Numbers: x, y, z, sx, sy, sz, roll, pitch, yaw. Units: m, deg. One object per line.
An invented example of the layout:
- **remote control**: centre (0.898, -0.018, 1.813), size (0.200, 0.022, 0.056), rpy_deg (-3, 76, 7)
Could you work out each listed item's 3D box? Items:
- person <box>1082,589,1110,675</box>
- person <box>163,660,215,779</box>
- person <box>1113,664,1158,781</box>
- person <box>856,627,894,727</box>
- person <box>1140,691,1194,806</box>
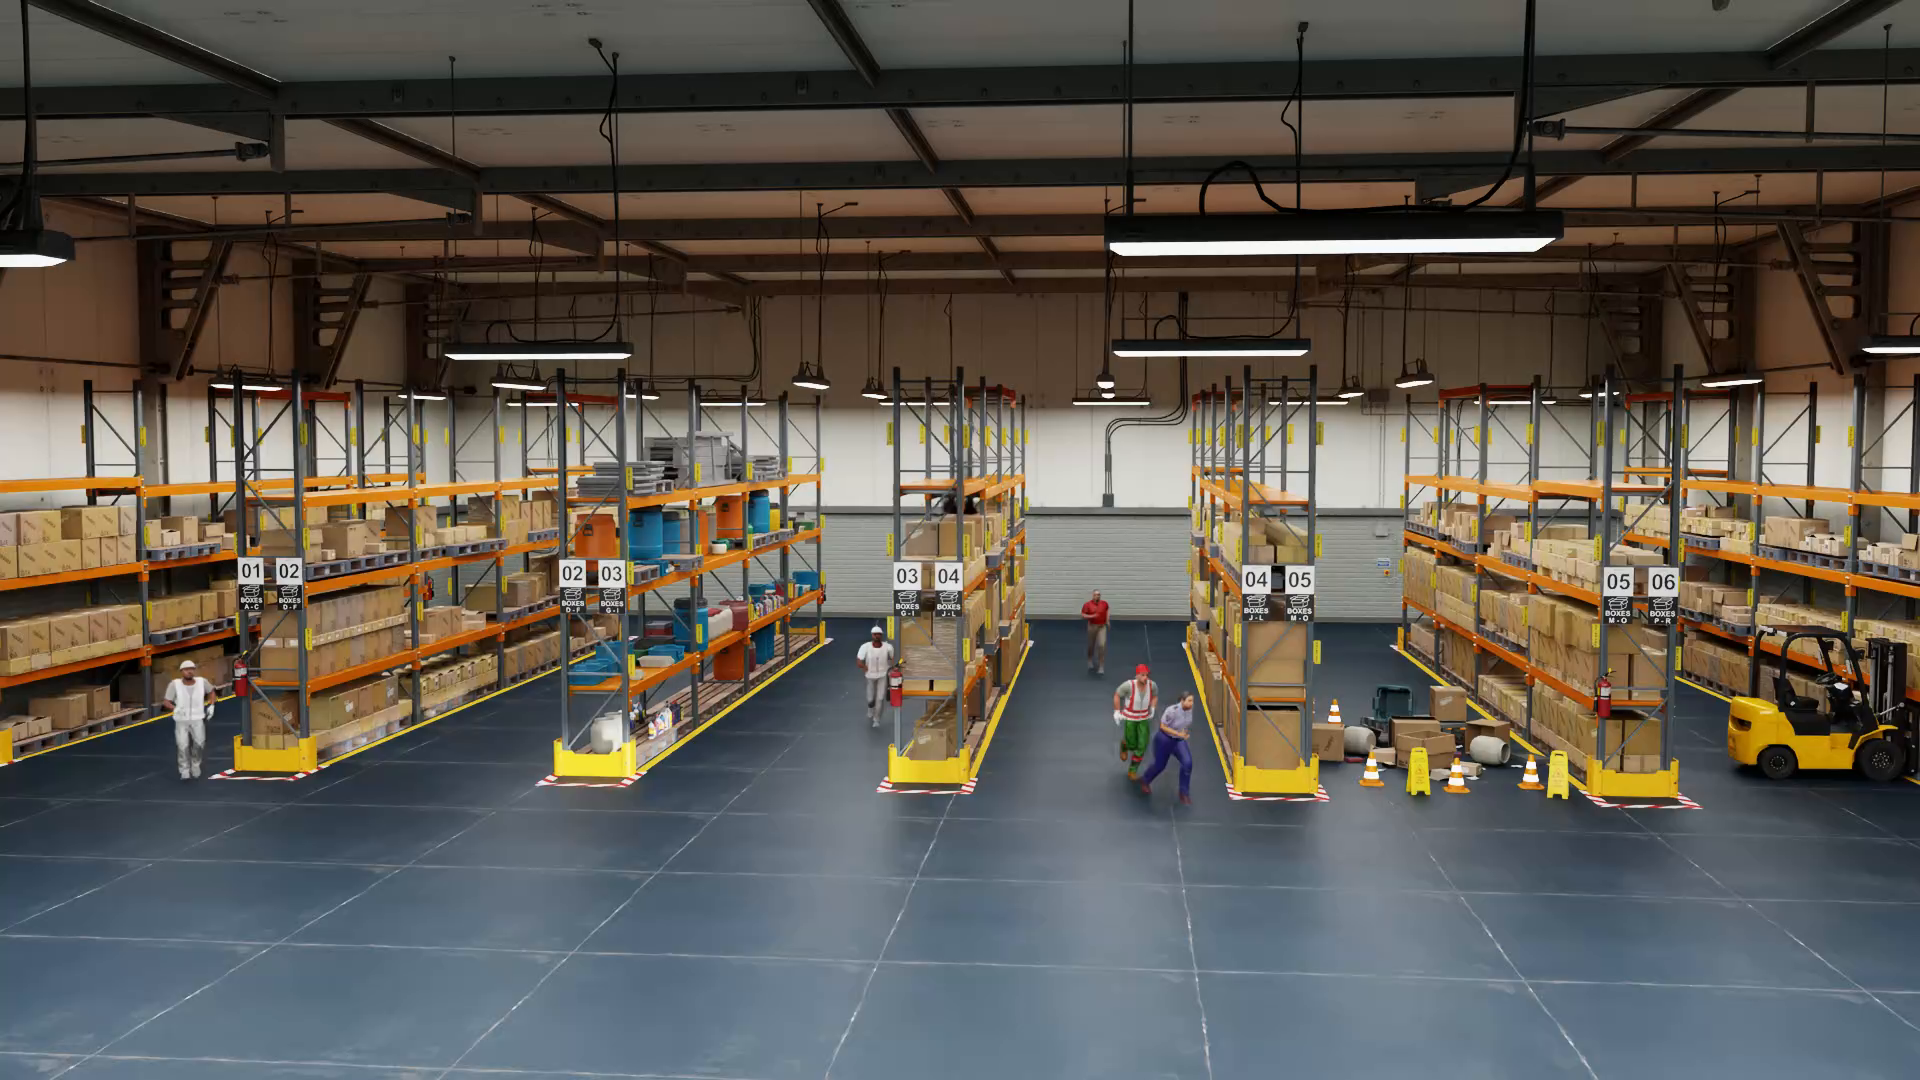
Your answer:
- **person**: centre (2.888, 1.928, 35.390), size (0.642, 1.768, 0.915), rpy_deg (0, 4, -4)
- **person**: centre (-11.181, 2.620, 24.192), size (0.720, 1.750, 0.620), rpy_deg (-2, 4, -33)
- **person**: centre (2.576, 2.648, 24.446), size (0.655, 1.716, 0.835), rpy_deg (-1, 4, -20)
- **person**: centre (-1.439, 2.352, 28.747), size (0.699, 1.728, 0.687), rpy_deg (0, 4, -5)
- **person**: centre (2.861, 2.829, 22.903), size (0.649, 1.612, 0.959), rpy_deg (-3, 5, -40)
